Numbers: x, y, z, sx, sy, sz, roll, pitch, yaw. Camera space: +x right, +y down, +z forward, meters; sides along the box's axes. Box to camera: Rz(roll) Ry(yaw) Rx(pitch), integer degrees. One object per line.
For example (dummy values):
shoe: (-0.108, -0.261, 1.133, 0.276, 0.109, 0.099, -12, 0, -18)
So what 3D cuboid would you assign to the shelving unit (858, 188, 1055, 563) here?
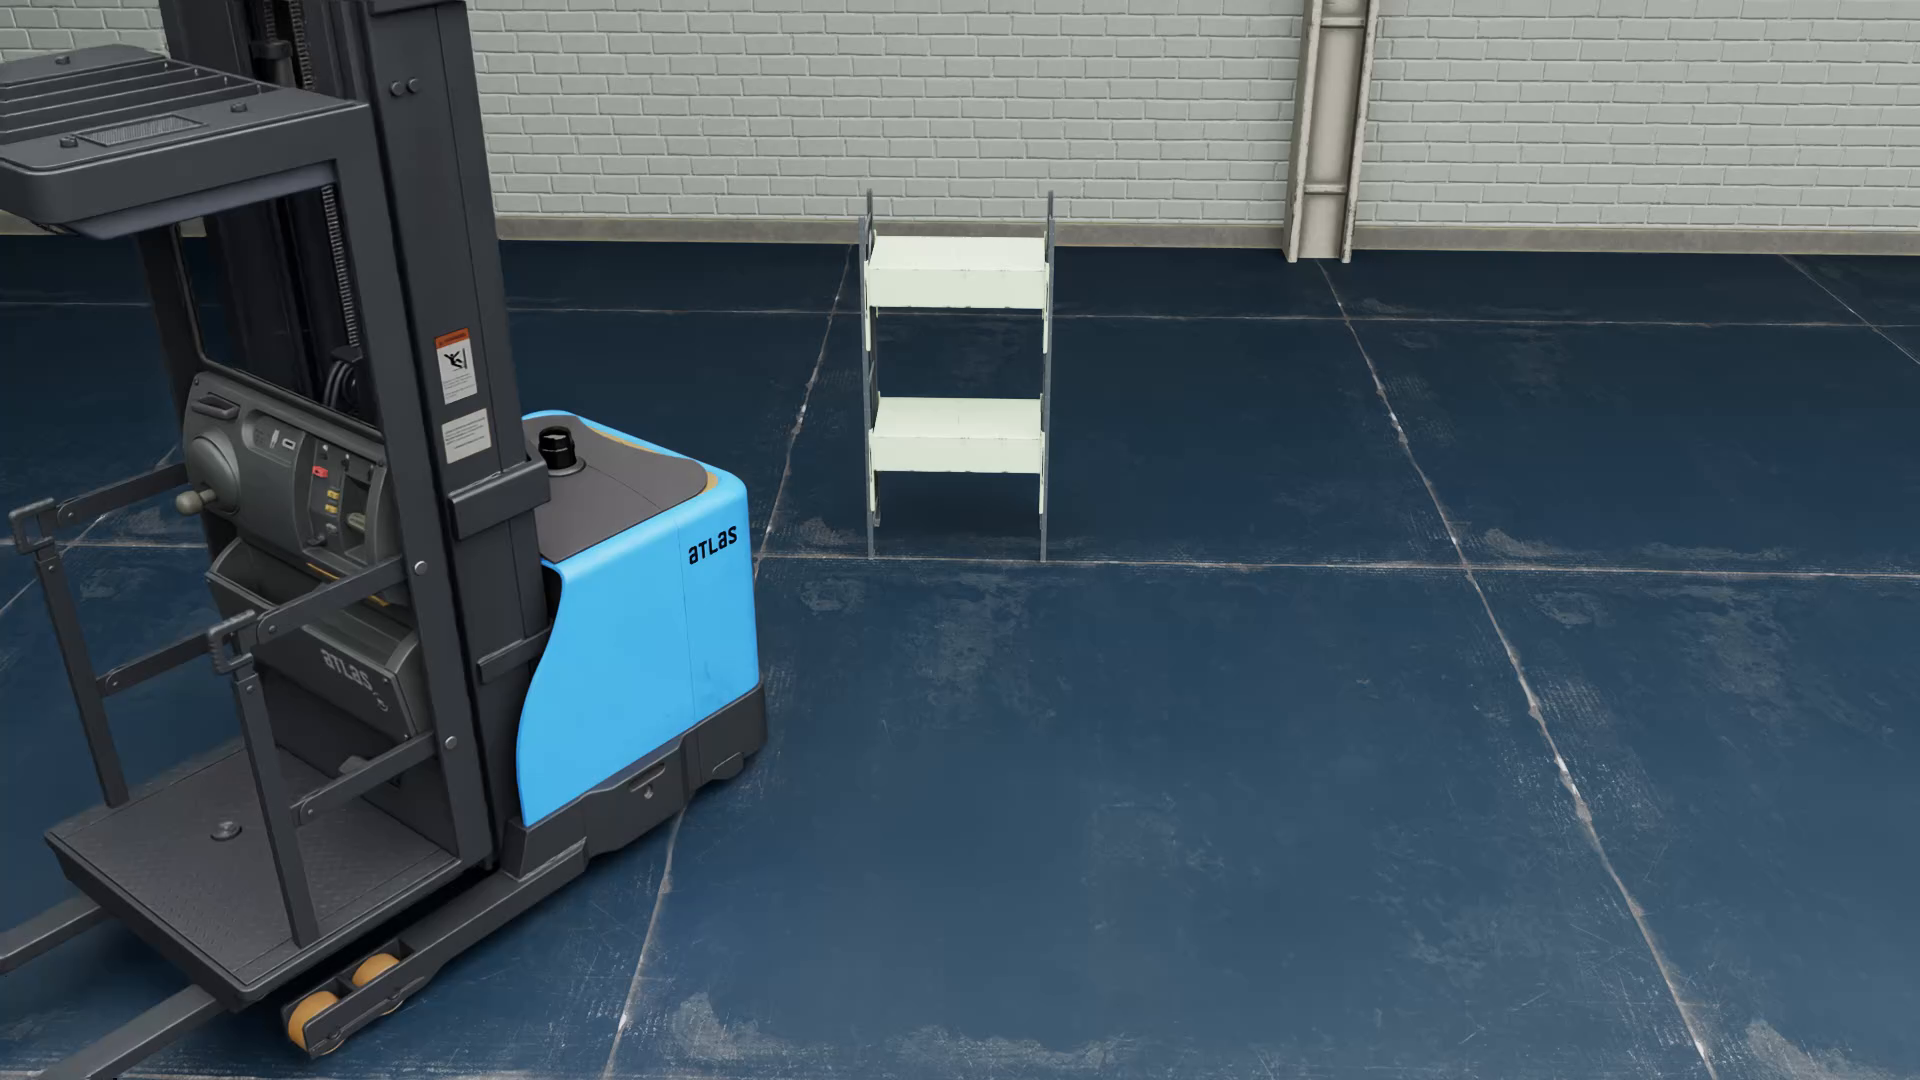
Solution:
shelving unit: (-0.007, -0.663, 6.899, 0.755, 1.500, 0.431, 1, 28, 2)

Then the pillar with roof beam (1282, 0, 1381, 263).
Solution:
pillar with roof beam: (2.140, -3.800, 4.811, 0.400, 9.000, 9.100, 1, 28, 2)

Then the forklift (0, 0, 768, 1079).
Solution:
forklift: (-1.975, -0.142, 4.389, 1.130, 2.935, 3.031, 20, 34, 33)

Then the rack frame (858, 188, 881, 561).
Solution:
rack frame: (-0.372, -0.669, 6.910, 0.023, 1.500, 0.400, 1, 28, 2)

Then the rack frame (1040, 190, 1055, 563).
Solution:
rack frame: (0.359, -0.657, 6.887, 0.023, 1.500, 0.400, 1, 28, 2)

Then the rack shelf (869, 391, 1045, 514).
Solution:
rack shelf: (-0.007, -0.375, 7.052, 0.720, 0.370, 0.431, 1, 28, 2)

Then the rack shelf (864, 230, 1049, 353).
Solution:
rack shelf: (-0.007, -1.008, 6.716, 0.720, 0.370, 0.431, 1, 28, 2)
